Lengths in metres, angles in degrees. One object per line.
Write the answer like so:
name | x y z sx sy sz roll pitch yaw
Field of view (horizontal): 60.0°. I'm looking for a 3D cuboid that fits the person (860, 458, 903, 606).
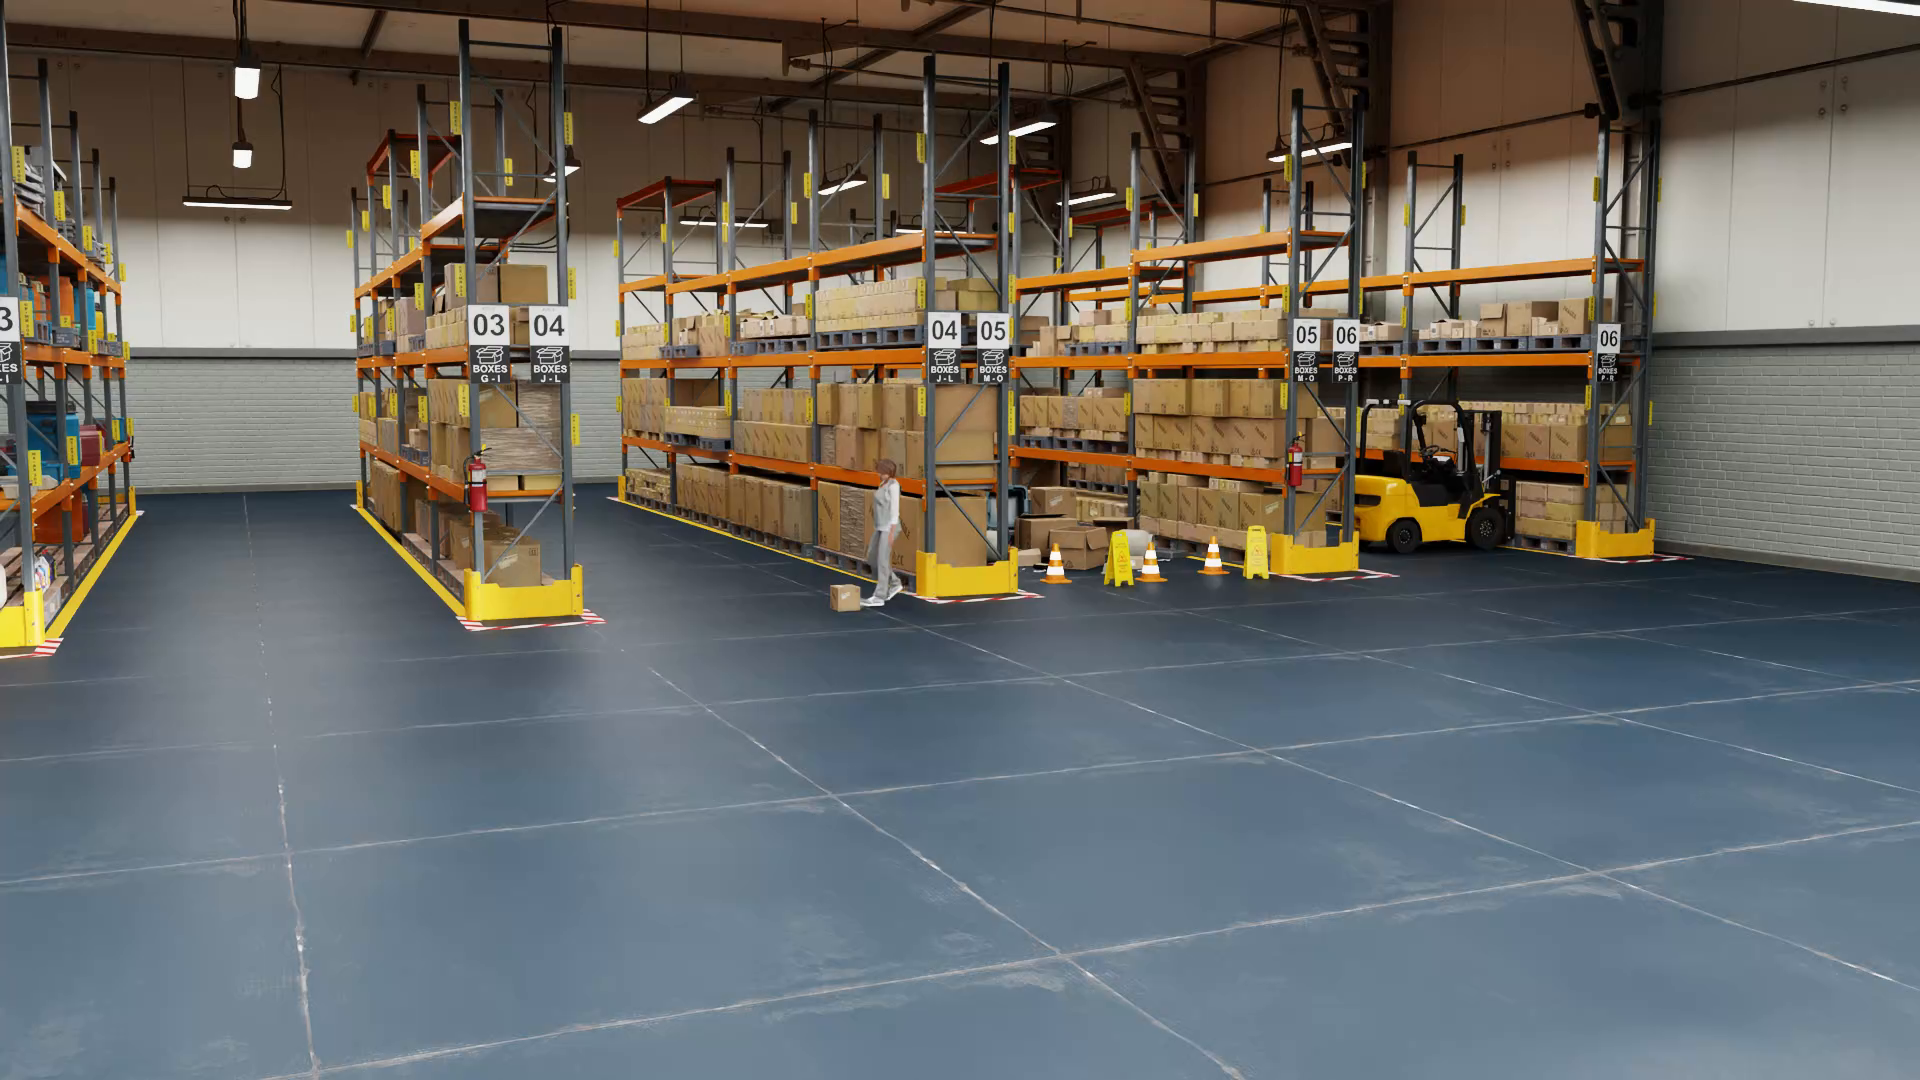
person | -0.833 -0.084 17.880 0.518 1.574 0.442 -2 6 -18
